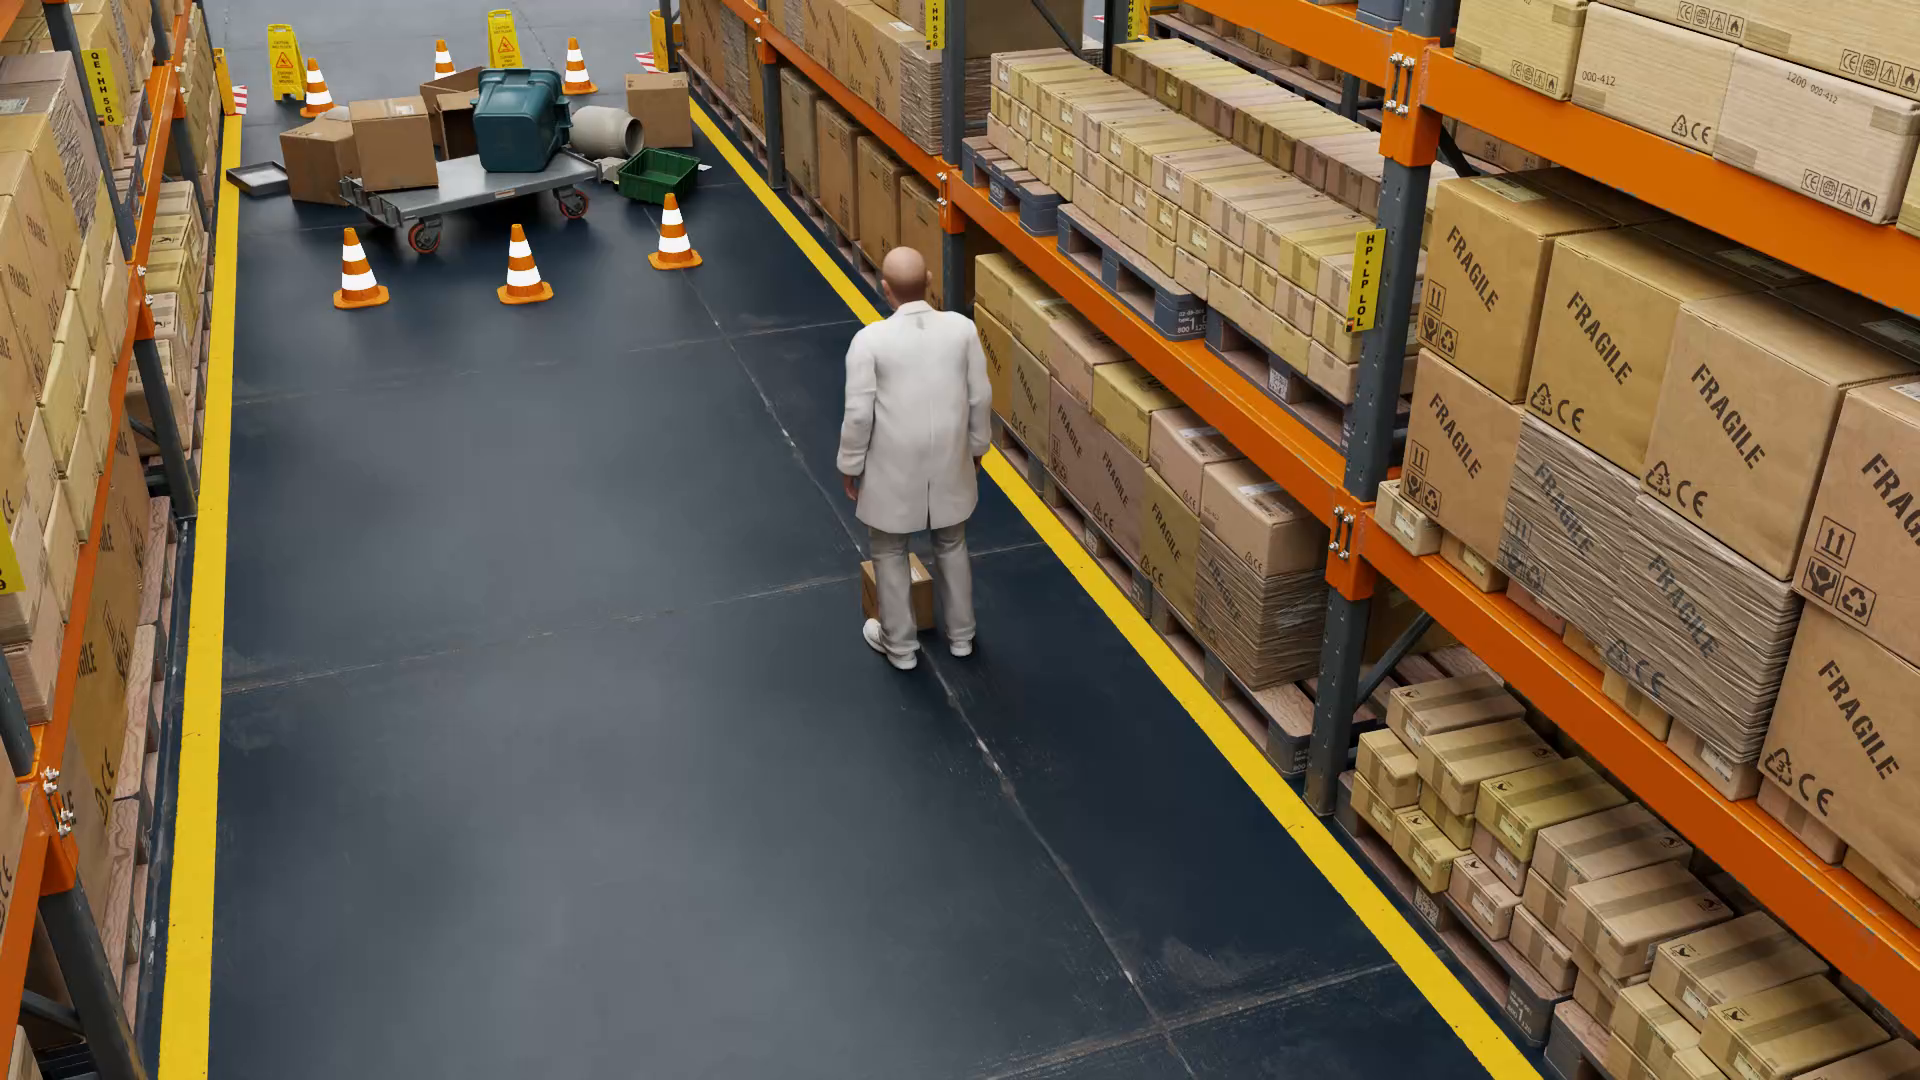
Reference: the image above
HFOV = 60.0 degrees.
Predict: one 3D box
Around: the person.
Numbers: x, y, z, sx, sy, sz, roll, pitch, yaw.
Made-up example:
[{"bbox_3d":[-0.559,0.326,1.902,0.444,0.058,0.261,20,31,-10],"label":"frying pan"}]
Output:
[{"bbox_3d":[-0.174,-0.315,6.701,0.635,1.774,0.424,-10,31,-17],"label":"person"}]
